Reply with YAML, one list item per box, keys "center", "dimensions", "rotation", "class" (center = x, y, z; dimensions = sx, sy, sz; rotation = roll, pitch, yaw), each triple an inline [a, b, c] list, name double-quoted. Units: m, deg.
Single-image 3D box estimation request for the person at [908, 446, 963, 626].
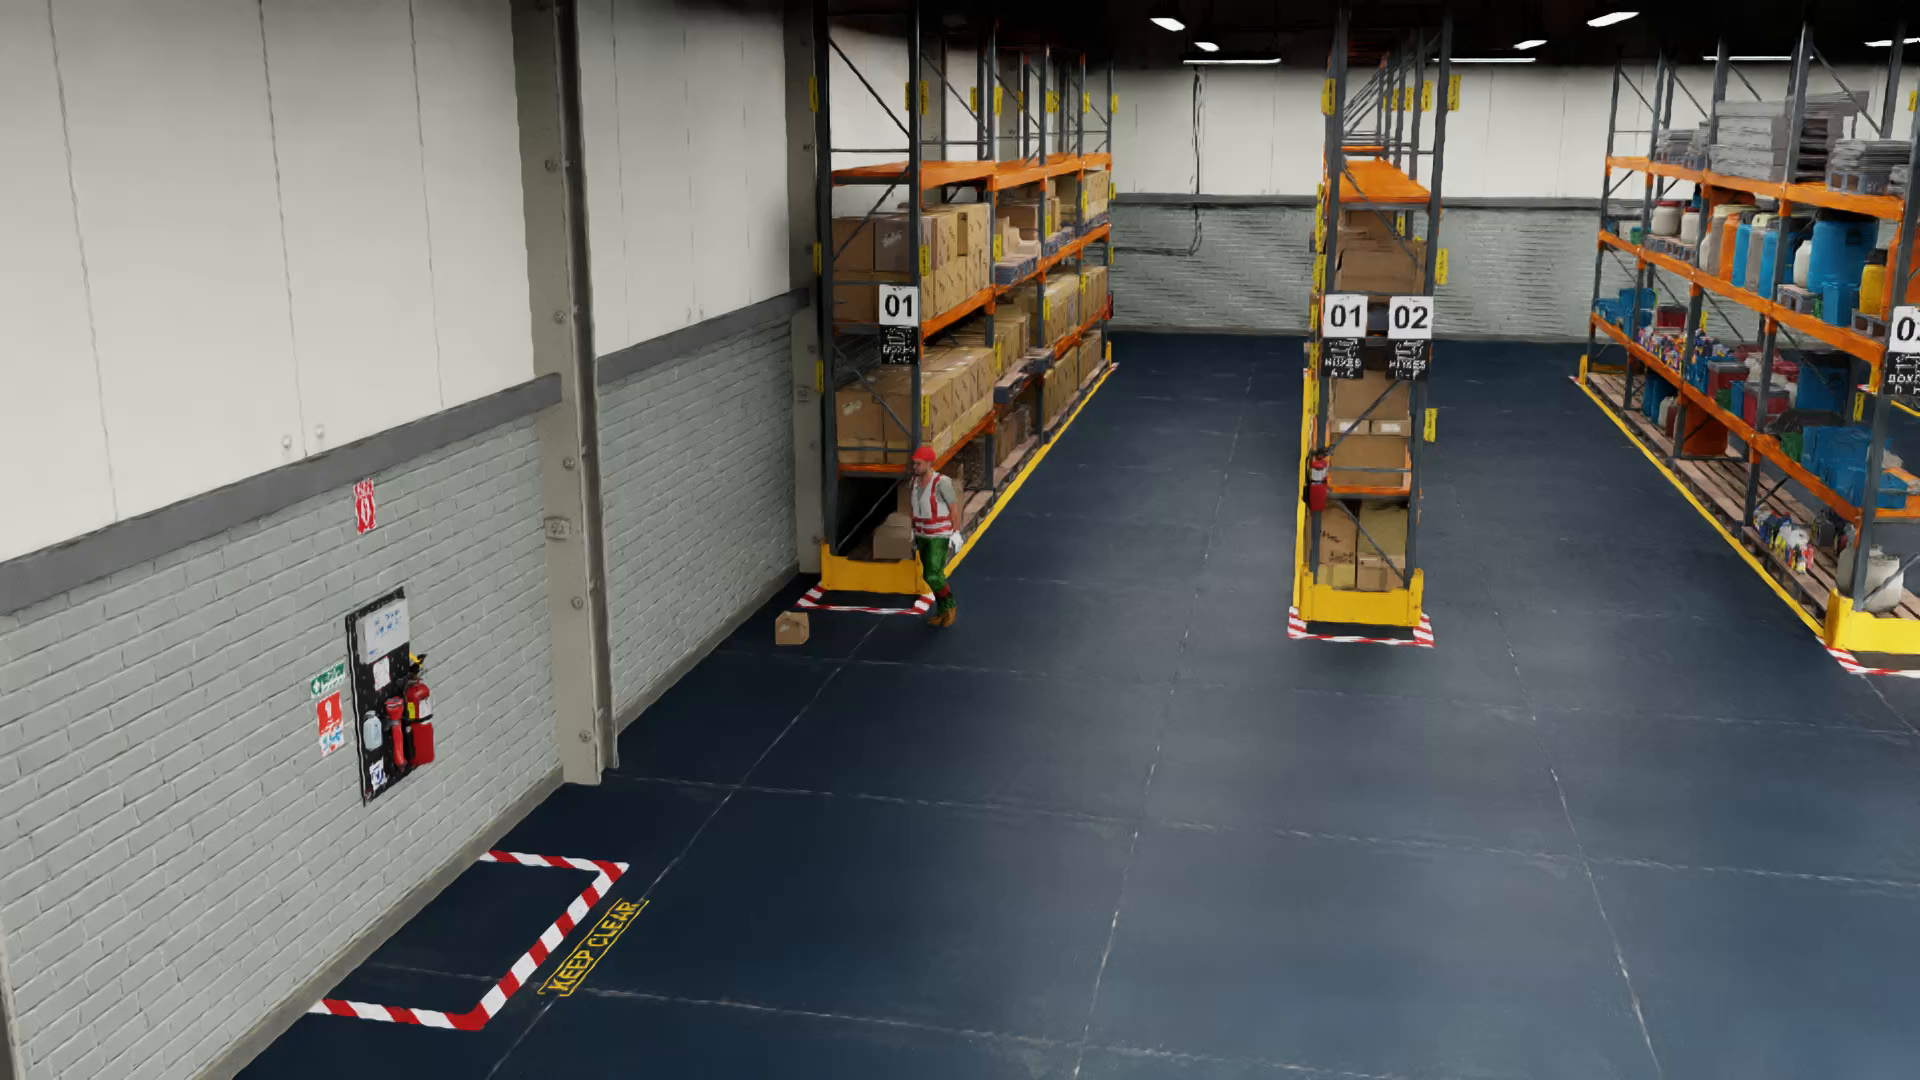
- center: [-0.267, -0.042, 16.054]
  dimensions: [0.483, 1.774, 0.573]
  rotation: [-14, 20, -43]
  class: "person"
